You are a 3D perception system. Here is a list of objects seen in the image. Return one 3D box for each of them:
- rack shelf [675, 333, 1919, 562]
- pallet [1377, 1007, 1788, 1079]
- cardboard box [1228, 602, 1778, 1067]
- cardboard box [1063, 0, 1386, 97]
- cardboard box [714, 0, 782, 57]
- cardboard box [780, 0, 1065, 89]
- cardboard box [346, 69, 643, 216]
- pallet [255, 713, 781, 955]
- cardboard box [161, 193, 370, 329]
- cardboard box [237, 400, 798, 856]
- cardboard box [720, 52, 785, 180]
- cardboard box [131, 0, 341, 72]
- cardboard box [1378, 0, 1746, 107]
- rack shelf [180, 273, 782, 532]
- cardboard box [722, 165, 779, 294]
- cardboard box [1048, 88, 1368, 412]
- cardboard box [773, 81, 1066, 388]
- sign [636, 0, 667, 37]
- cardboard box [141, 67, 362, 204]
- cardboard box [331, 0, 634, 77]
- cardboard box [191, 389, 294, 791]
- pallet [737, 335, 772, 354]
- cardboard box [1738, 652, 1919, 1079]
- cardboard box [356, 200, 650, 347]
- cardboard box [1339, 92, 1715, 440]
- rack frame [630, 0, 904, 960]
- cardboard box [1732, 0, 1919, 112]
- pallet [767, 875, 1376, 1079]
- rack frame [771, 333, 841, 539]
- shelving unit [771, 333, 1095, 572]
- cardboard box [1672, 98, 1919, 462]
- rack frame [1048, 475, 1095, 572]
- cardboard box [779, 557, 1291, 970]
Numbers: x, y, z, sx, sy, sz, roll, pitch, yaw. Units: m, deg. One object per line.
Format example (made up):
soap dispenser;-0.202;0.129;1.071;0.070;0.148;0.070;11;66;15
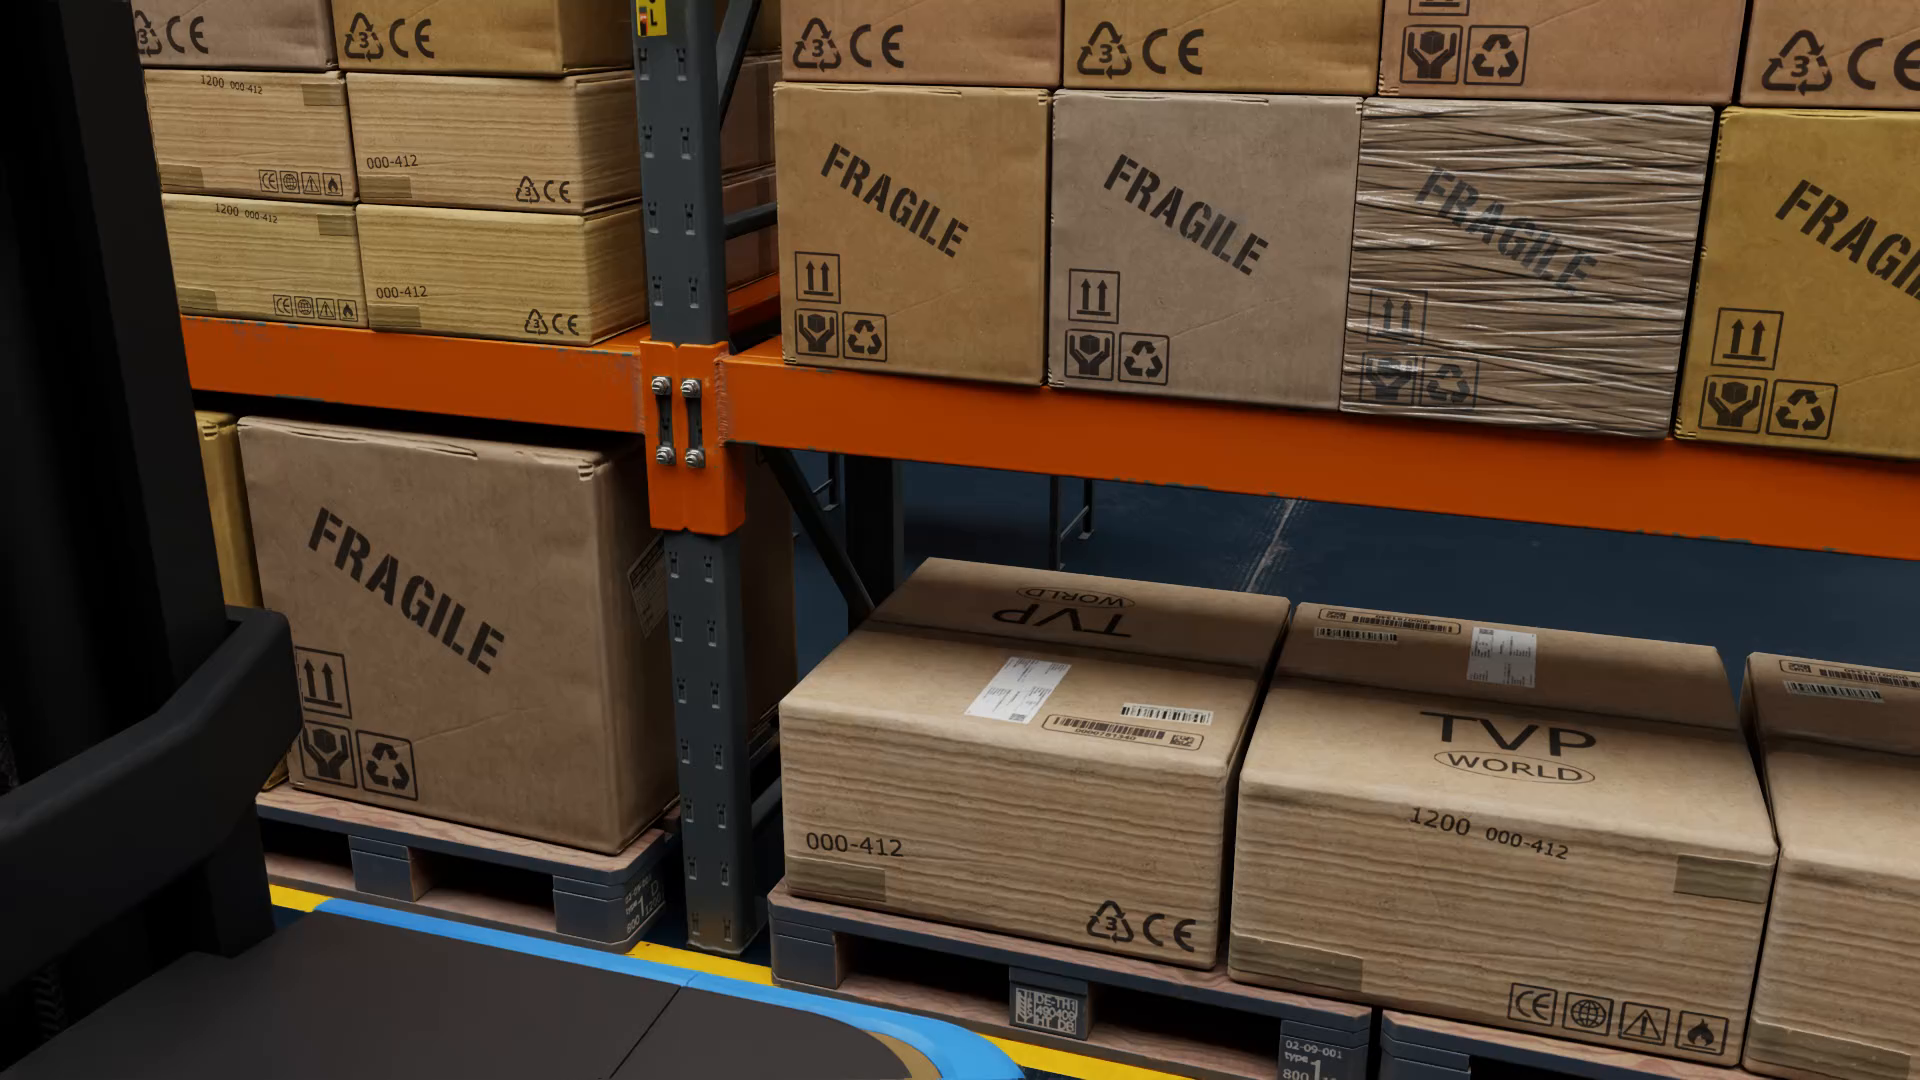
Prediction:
rack shelf;1.527;-0.133;2.993;4.000;0.370;1.077;7;20;18
pallet;1.487;0.866;3.271;1.213;0.211;1.003;7;20;18
cardboard box;1.042;0.521;3.280;0.875;0.438;0.875;6;20;16
cardboard box;0.483;-1.025;2.787;0.500;0.500;0.500;6;20;17
cardboard box;-0.683;-1.345;3.706;0.500;0.500;0.500;7;20;19
cardboard box;0.008;-1.081;2.950;0.500;0.500;0.500;7;20;18
cardboard box;-0.858;-0.826;3.356;0.500;0.250;0.500;7;20;18
pallet;-1.116;0.568;4.125;1.213;0.211;1.003;7;20;18
cardboard box;-1.349;-0.643;3.592;0.500;0.250;0.500;6;20;17
cardboard box;-0.974;0.074;3.896;0.875;0.875;0.875;7;20;20
cardboard box;-0.685;-0.989;3.824;0.500;0.250;0.500;6;20;16
cardboard box;-1.358;-1.232;3.381;0.500;0.500;0.500;7;20;19
cardboard box;0.964;-0.966;2.619;0.500;0.500;0.500;7;20;19
rack shelf;-2.251;-0.565;4.232;4.000;0.370;1.077;7;20;18
cardboard box;-0.691;-0.747;3.891;0.500;0.250;0.500;6;20;17
cardboard box;0.469;-0.548;2.939;0.500;0.500;0.500;7;20;18
cardboard box;-0.005;-0.604;3.099;0.500;0.500;0.500;7;20;20
sign;-0.531;-1.028;2.830;0.005;0.325;0.100;7;20;18
cardboard box;-1.333;-0.877;3.505;0.500;0.250;0.500;7;20;19
cardboard box;-0.866;-1.178;3.228;0.500;0.500;0.500;7;20;20
cardboard box;-1.830;-0.021;4.169;0.875;0.875;0.875;7;20;20
pallet;-0.725;-1.137;9.016;1.213;0.211;1.003;7;20;18
cardboard box;1.893;0.619;2.999;0.875;0.438;0.875;7;20;20
cardboard box;-0.868;-0.588;3.433;0.500;0.250;0.500;6;20;17
cardboard box;0.937;-0.492;2.779;0.500;0.500;0.500;7;20;18
rack frame;-0.362;-0.688;3.494;0.127;3.000;1.000;7;20;18
cardboard box;1.439;-0.910;2.460;0.500;0.500;0.500;6;20;18
pallet;0.331;0.735;3.648;1.213;0.211;1.003;7;20;18
rack frame;-0.561;-0.772;6.013;0.032;1.500;0.500;7;20;18
shelving unit;-0.081;-0.717;5.856;1.048;1.500;0.538;7;20;18
cardboard box;1.424;-0.437;2.620;0.500;0.500;0.500;7;20;20
rack frame;0.400;-0.663;5.698;0.032;1.500;0.500;7;20;18
cardboard box;0.196;0.424;3.556;0.875;0.438;0.875;6;20;17
